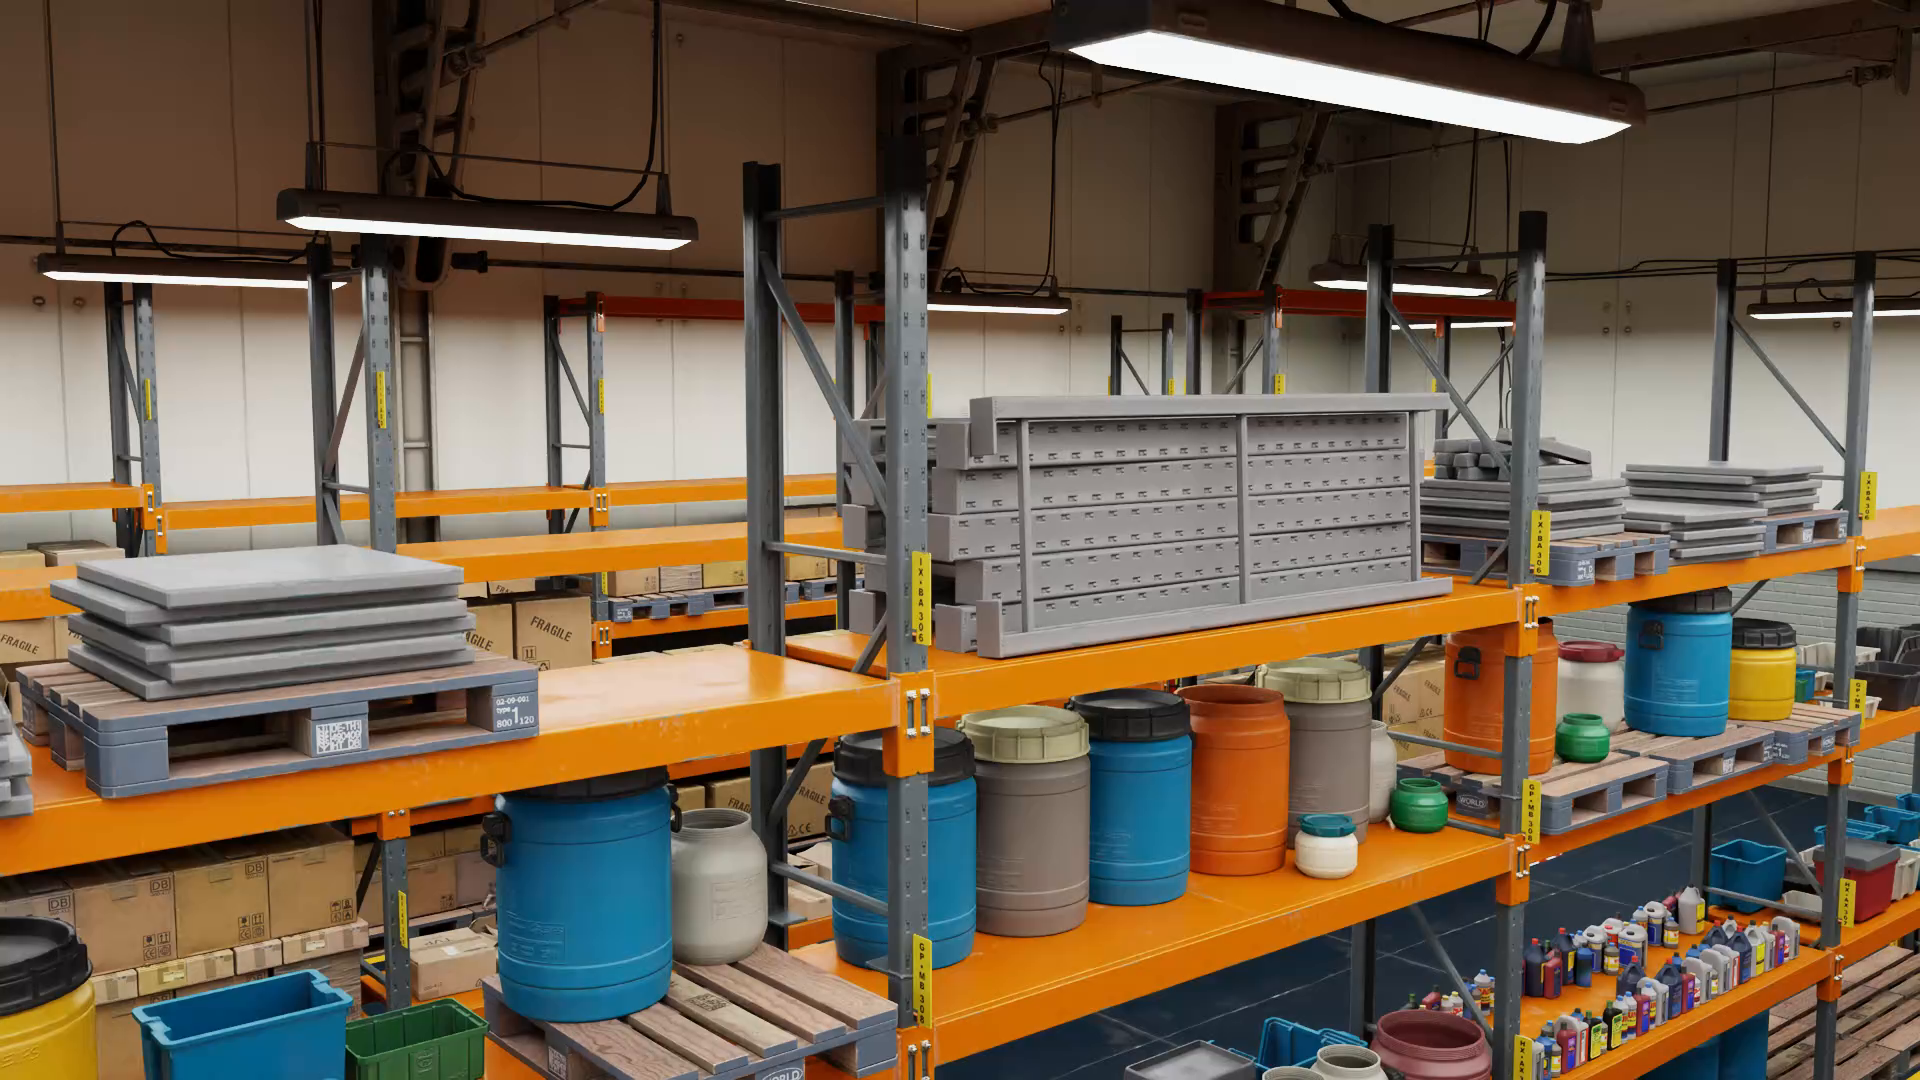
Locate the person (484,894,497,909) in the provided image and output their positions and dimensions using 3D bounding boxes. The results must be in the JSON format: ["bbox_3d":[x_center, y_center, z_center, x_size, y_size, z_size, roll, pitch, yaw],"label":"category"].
[{"bbox_3d":[-3.461,3.036,13.356,0.616,1.669,0.890,4,7,37],"label":"person"}]
